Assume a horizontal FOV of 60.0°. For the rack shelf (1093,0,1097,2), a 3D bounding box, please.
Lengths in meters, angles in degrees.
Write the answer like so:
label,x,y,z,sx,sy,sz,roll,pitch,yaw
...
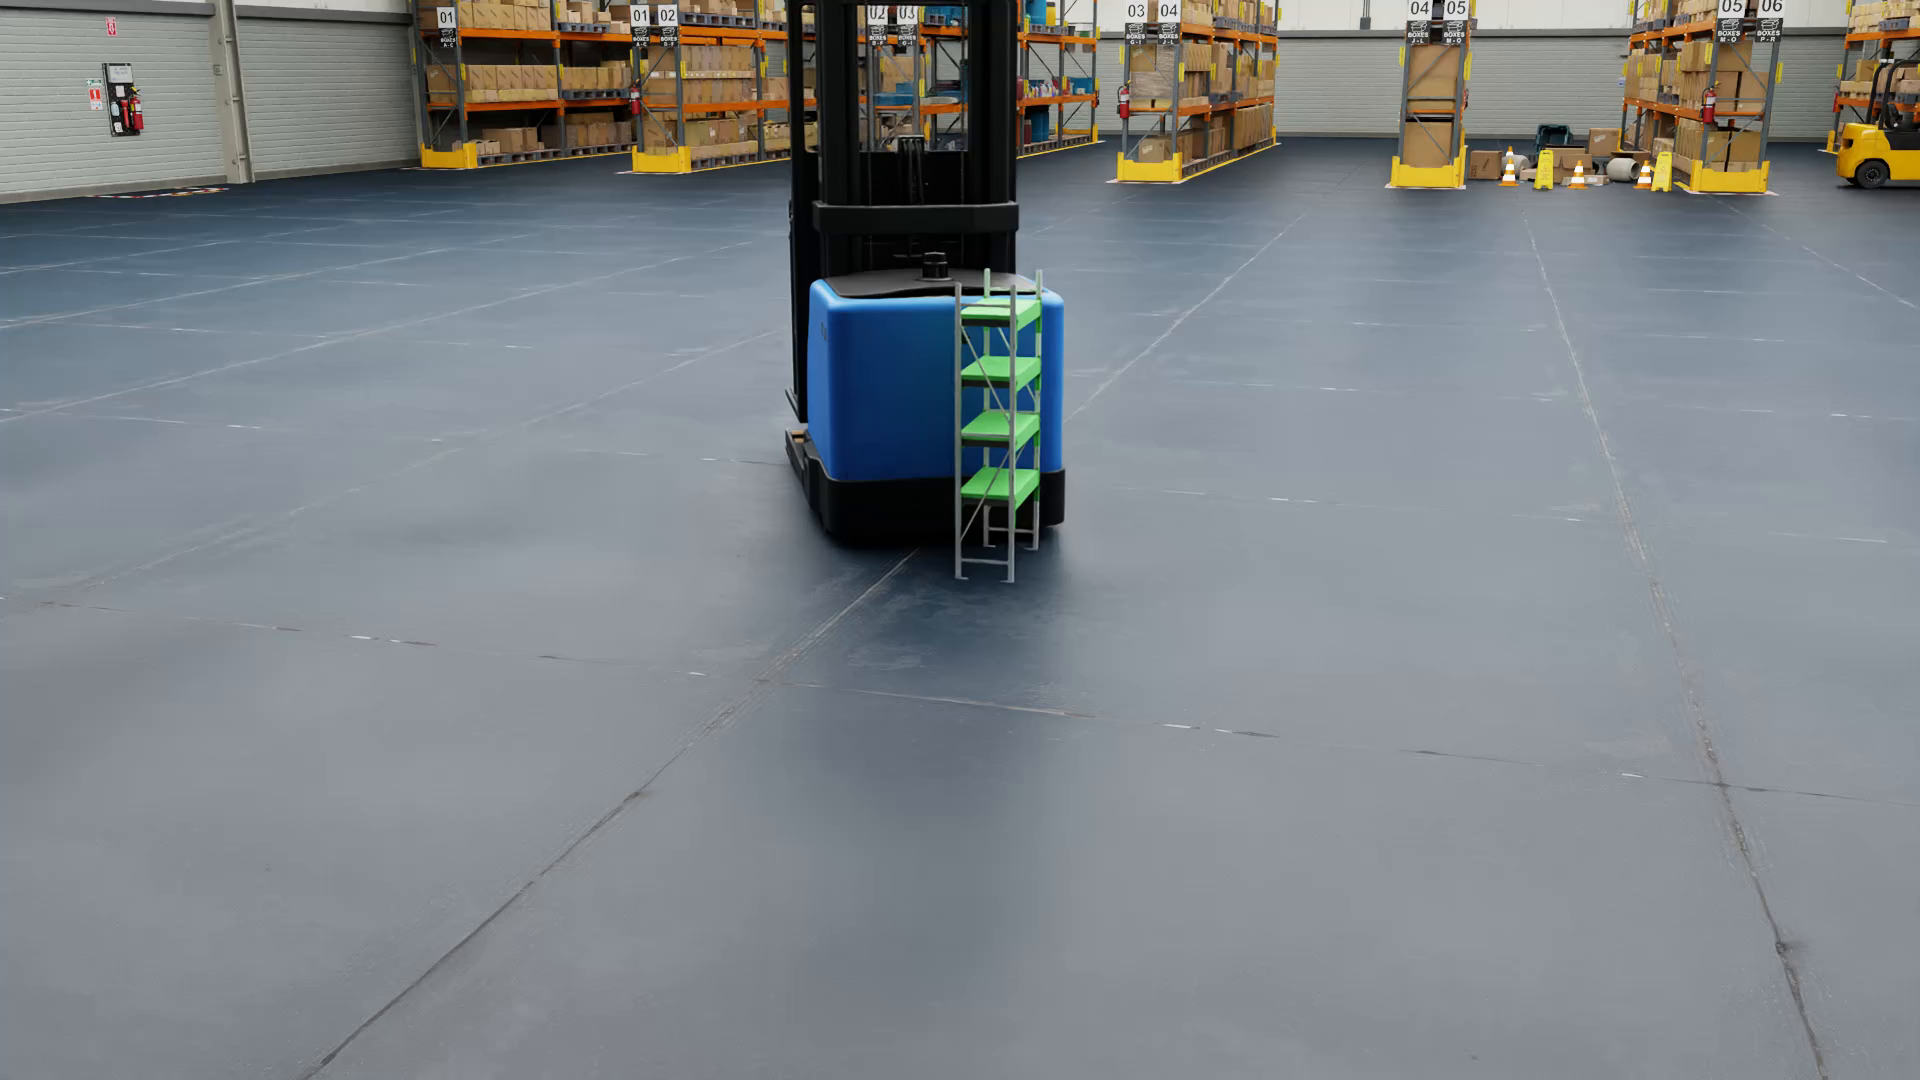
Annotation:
label,x,y,z,sx,sy,sz,roll,pitch,yaw
rack shelf,2.724,-14.508,44.040,1.077,0.370,4.000,5,16,16

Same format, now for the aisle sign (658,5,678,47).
label,x,y,z,sx,sy,sz,roll,pitch,yaw
aisle sign,-5.728,-10.093,32.651,0.394,0.787,0.004,5,16,16

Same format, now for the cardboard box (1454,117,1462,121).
label,x,y,z,sx,sy,sz,roll,pitch,yaw
cardboard box,10.922,-9.318,37.120,0.500,0.250,0.500,4,16,13

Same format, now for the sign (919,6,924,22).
label,x,y,z,sx,sy,sz,roll,pitch,yaw
sign,-0.729,-9.901,31.228,0.100,0.325,0.005,5,16,16

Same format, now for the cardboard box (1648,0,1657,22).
label,x,y,z,sx,sy,sz,roll,pitch,yaw
cardboard box,15.877,-11.970,37.584,0.500,0.500,0.500,4,16,15

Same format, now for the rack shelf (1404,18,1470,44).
label,x,y,z,sx,sy,sz,roll,pitch,yaw
rack shelf,8.789,-9.323,30.523,1.077,0.370,4.000,5,16,16

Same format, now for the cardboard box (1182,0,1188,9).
label,x,y,z,sx,sy,sz,roll,pitch,yaw
cardboard box,3.960,-9.791,30.399,0.380,0.149,0.250,5,17,17

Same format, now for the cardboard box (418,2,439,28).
label,x,y,z,sx,sy,sz,roll,pitch,yaw
cardboard box,-10.878,-10.896,34.530,0.500,0.500,0.500,6,17,20

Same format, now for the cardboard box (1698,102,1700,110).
label,x,y,z,sx,sy,sz,roll,pitch,yaw
cardboard box,12.956,-7.479,28.661,0.380,0.149,0.250,4,16,15

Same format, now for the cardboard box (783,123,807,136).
label,x,y,z,sx,sy,sz,roll,pitch,yaw
cardboard box,-3.930,-9.701,39.274,0.500,0.311,0.500,5,16,16

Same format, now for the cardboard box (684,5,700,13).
label,x,y,z,sx,sy,sz,roll,pitch,yaw
cardboard box,-5.499,-10.769,33.736,0.380,0.149,0.250,5,16,16

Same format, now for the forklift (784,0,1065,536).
label,x,y,z,sx,sy,sz,roll,pitch,yaw
forklift,-0.316,-1.786,8.256,1.130,2.935,3.031,-3,16,-10

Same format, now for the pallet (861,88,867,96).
label,x,y,z,sx,sy,sz,roll,pitch,yaw
pallet,-2.924,-11.729,43.538,1.003,0.211,1.213,5,16,16

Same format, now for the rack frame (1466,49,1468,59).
label,x,y,z,sx,sy,sz,roll,pitch,yaw
rack frame,11.631,-10.842,40.058,1.000,3.000,0.127,5,16,16

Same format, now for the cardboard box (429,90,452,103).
label,x,y,z,sx,sy,sz,roll,pitch,yaw
cardboard box,-10.806,-9.341,35.003,0.500,0.250,0.500,5,17,17

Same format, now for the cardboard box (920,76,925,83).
label,x,y,z,sx,sy,sz,roll,pitch,yaw
cardboard box,-1.322,-12.979,47.407,0.500,0.500,0.500,5,17,18

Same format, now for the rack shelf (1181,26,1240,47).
label,x,y,z,sx,sy,sz,roll,pitch,yaw
rack shelf,5.199,-10.781,35.662,1.077,0.370,4.000,5,16,16

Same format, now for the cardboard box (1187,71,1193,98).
label,x,y,z,sx,sy,sz,roll,pitch,yaw
cardboard box,4.040,-8.844,32.285,0.875,0.500,0.500,5,16,16

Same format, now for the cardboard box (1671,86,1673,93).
label,x,y,z,sx,sy,sz,roll,pitch,yaw
cardboard box,14.492,-9.030,33.359,0.380,0.149,0.250,5,17,18

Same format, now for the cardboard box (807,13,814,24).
label,x,y,z,sx,sy,sz,roll,pitch,yaw
cardboard box,-3.804,-12.426,39.649,0.500,0.250,0.500,3,16,12

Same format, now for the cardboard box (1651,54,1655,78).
label,x,y,z,sx,sy,sz,roll,pitch,yaw
cardboard box,15.450,-10.387,36.438,0.500,0.500,0.500,5,16,16

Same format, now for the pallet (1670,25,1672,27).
label,x,y,z,sx,sy,sz,roll,pitch,yaw
pallet,16.192,-11.592,37.555,0.805,0.209,1.217,4,16,14

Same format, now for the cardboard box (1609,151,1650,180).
label,x,y,z,sx,sy,sz,roll,pitch,yaw
cardboard box,12.523,-7.016,31.143,0.500,0.500,0.500,-10,19,-32

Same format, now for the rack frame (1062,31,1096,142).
label,x,y,z,sx,sy,sz,roll,pitch,yaw
rack frame,3.292,-12.684,46.551,1.000,3.000,0.127,5,16,16

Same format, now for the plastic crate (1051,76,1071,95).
label,x,y,z,sx,sy,sz,roll,pitch,yaw
plastic crate,2.650,-11.911,43.599,0.402,0.464,0.583,5,16,16

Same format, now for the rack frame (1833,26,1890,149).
label,x,y,z,sx,sy,sz,roll,pitch,yaw
rack frame,22.302,-11.147,41.134,1.000,3.000,0.127,5,16,16

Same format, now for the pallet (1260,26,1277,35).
label,x,y,z,sx,sy,sz,roll,pitch,yaw
pallet,7.840,-13.505,44.112,1.003,0.211,1.213,5,16,16

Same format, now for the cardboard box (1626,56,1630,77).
label,x,y,z,sx,sy,sz,roll,pitch,yaw
cardboard box,17.133,-11.957,41.972,0.500,0.500,0.500,4,16,15

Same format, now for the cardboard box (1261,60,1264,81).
label,x,y,z,sx,sy,sz,roll,pitch,yaw
cardboard box,7.433,-11.919,42.209,0.500,0.500,0.500,5,16,16

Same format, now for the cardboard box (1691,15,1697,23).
label,x,y,z,sx,sy,sz,roll,pitch,yaw
cardboard box,13.678,-9.588,30.597,0.380,0.149,0.250,5,16,16

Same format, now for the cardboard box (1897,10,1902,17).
label,x,y,z,sx,sy,sz,roll,pitch,yaw
cardboard box,20.331,-11.293,35.657,0.380,0.149,0.250,5,17,17

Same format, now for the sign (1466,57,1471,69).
label,x,y,z,sx,sy,sz,roll,pitch,yaw
sign,11.027,-10.311,36.062,0.100,0.325,0.005,5,16,16

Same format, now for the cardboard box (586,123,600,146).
label,x,y,z,sx,sy,sz,roll,pitch,yaw
cardboard box,-9.141,-9.785,40.105,0.700,0.500,0.500,5,17,17

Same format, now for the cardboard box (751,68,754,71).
label,x,y,z,sx,sy,sz,roll,pitch,yaw
cardboard box,-6.538,-13.271,48.071,0.980,0.700,0.700,4,16,15

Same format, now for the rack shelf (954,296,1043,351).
label,x,y,z,sx,sy,sz,roll,pitch,yaw
rack shelf,0.159,-0.875,6.692,0.258,0.148,0.480,4,16,14

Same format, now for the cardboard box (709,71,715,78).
label,x,y,z,sx,sy,sz,roll,pitch,yaw
cardboard box,-5.321,-9.666,34.540,0.380,0.149,0.250,4,16,15

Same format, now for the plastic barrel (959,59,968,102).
label,x,y,z,sx,sy,sz,roll,pitch,yaw
plastic barrel,0.282,-9.863,35.687,0.600,0.901,0.708,5,16,16

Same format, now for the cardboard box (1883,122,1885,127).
label,x,y,z,sx,sy,sz,roll,pitch,yaw
cardboard box,20.804,-9.261,37.105,0.380,0.149,0.250,4,16,14

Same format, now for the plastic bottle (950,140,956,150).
label,x,y,z,sx,sy,sz,roll,pitch,yaw
plastic bottle,-0.171,-8.156,34.636,0.144,0.351,0.185,5,16,16

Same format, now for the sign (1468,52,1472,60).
label,x,y,z,sx,sy,sz,roll,pitch,yaw
sign,13.294,-12.550,43.376,0.100,0.325,0.005,5,16,16

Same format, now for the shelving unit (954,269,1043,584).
label,x,y,z,sx,sy,sz,roll,pitch,yaw
shelving unit,0.159,-0.475,6.805,0.258,1.200,0.503,4,16,14

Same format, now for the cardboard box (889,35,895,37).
label,x,y,z,sx,sy,sz,roll,pitch,yaw
cardboard box,-2.071,-13.632,44.671,0.500,0.250,0.500,5,16,16

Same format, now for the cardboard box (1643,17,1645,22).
label,x,y,z,sx,sy,sz,roll,pitch,yaw
cardboard box,16.355,-12.318,39.272,0.380,0.149,0.250,5,17,17

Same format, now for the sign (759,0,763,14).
label,x,y,z,sx,sy,sz,roll,pitch,yaw
sign,-4.334,-11.617,36.199,0.100,0.325,0.005,5,16,16

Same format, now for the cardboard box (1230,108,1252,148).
label,x,y,z,sx,sy,sz,roll,pitch,yaw
cardboard box,6.244,-9.798,39.501,1.225,0.875,0.875,5,16,16

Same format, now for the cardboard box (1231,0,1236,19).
label,x,y,z,sx,sy,sz,roll,pitch,yaw
cardboard box,5.736,-11.659,36.342,0.500,0.500,0.500,5,16,16

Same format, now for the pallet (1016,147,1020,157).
label,x,y,z,sx,sy,sz,roll,pitch,yaw
pallet,0.761,-9.050,38.848,1.003,0.211,1.213,5,16,16

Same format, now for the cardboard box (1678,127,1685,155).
label,x,y,z,sx,sy,sz,roll,pitch,yaw
cardboard box,13.565,-7.357,30.667,0.500,0.500,0.500,5,17,18

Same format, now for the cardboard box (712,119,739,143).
label,x,y,z,sx,sy,sz,roll,pitch,yaw
cardboard box,-5.080,-8.770,35.648,0.500,0.500,0.500,5,16,16

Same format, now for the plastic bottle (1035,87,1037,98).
label,x,y,z,sx,sy,sz,roll,pitch,yaw
plastic bottle,1.839,-10.947,40.665,0.097,0.271,0.097,0,16,0

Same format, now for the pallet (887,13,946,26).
label,x,y,z,sx,sy,sz,roll,pitch,yaw
pallet,-0.926,-10.059,32.145,1.003,0.211,1.213,5,16,16
